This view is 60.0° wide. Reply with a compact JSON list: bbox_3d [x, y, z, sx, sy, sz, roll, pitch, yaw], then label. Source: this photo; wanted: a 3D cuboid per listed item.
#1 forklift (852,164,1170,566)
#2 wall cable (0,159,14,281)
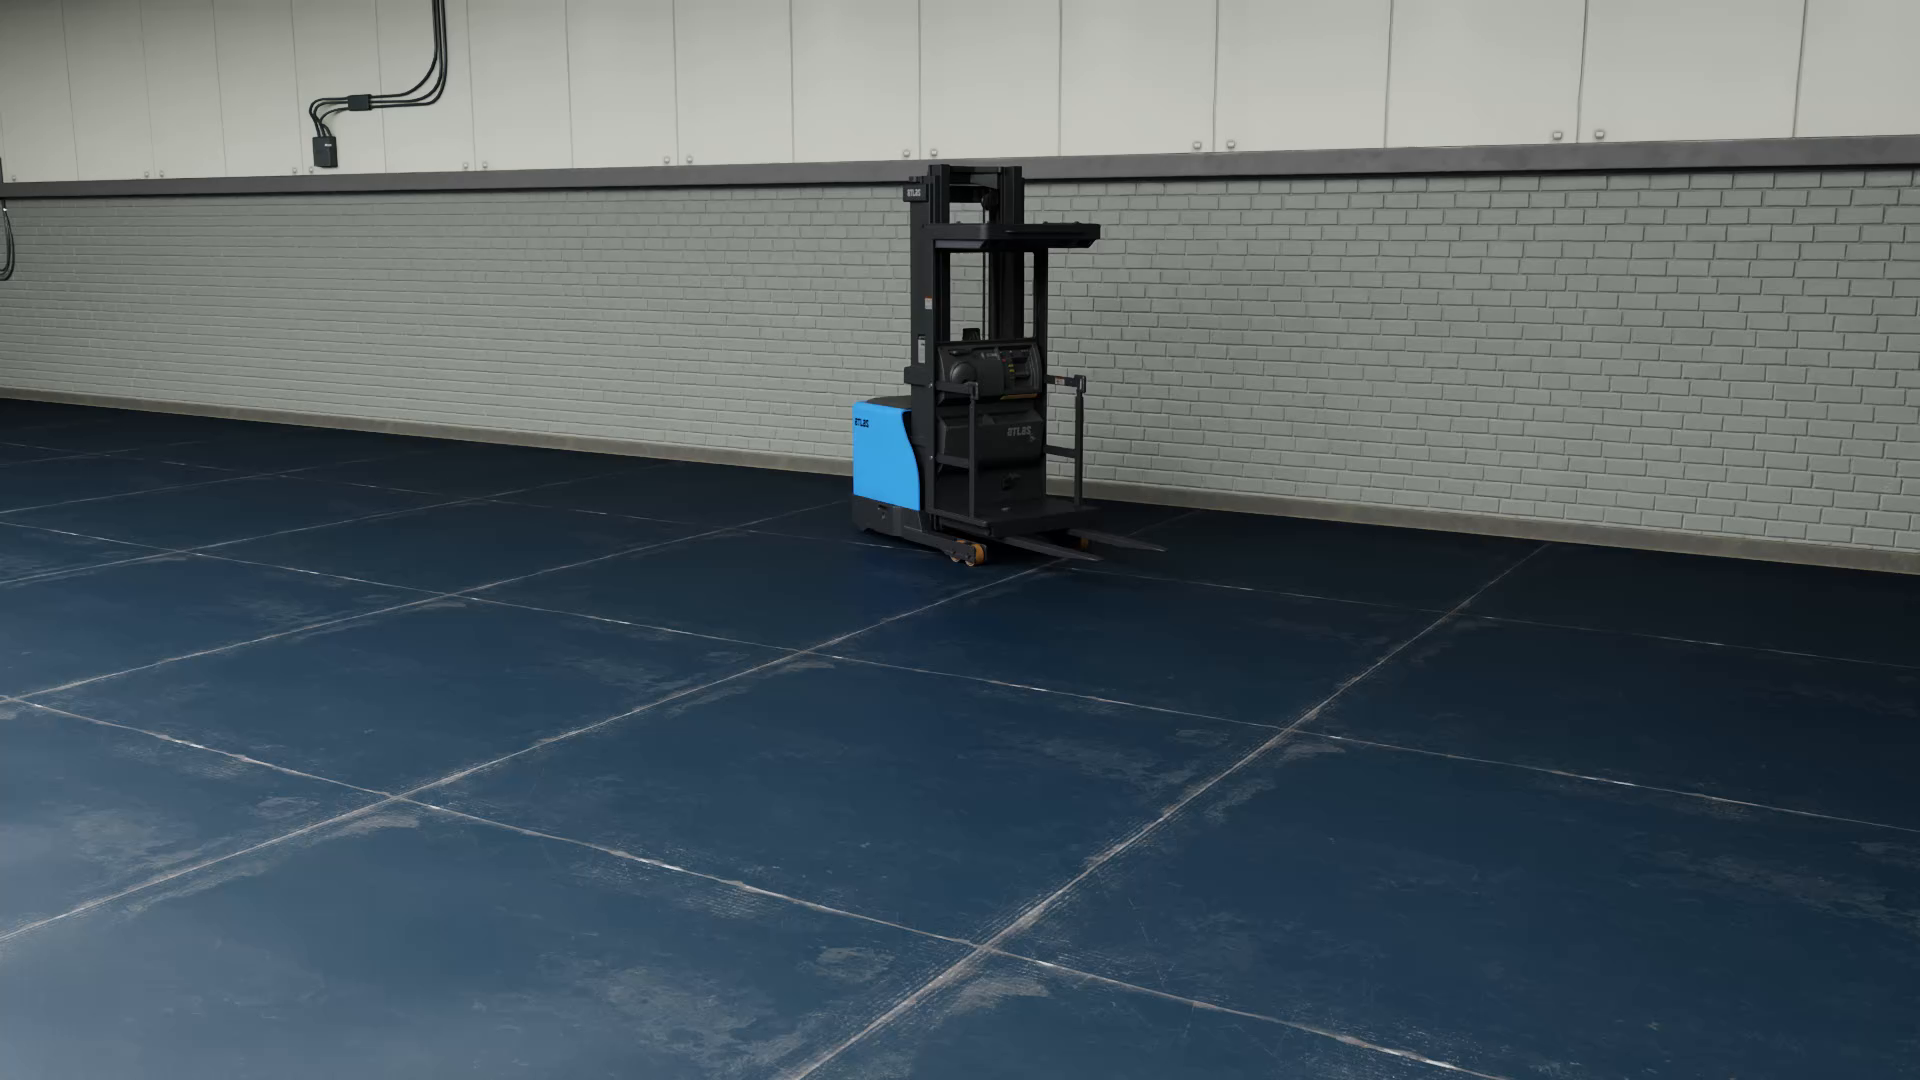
[{"bbox_3d":[0.356,-1.346,12.592,1.130,2.935,3.031,-7,13,-34],"label":"forklift"},{"bbox_3d":[-14.930,-5.082,24.497,3.097,2.526,0.112,6,12,31],"label":"wall cable"}]
